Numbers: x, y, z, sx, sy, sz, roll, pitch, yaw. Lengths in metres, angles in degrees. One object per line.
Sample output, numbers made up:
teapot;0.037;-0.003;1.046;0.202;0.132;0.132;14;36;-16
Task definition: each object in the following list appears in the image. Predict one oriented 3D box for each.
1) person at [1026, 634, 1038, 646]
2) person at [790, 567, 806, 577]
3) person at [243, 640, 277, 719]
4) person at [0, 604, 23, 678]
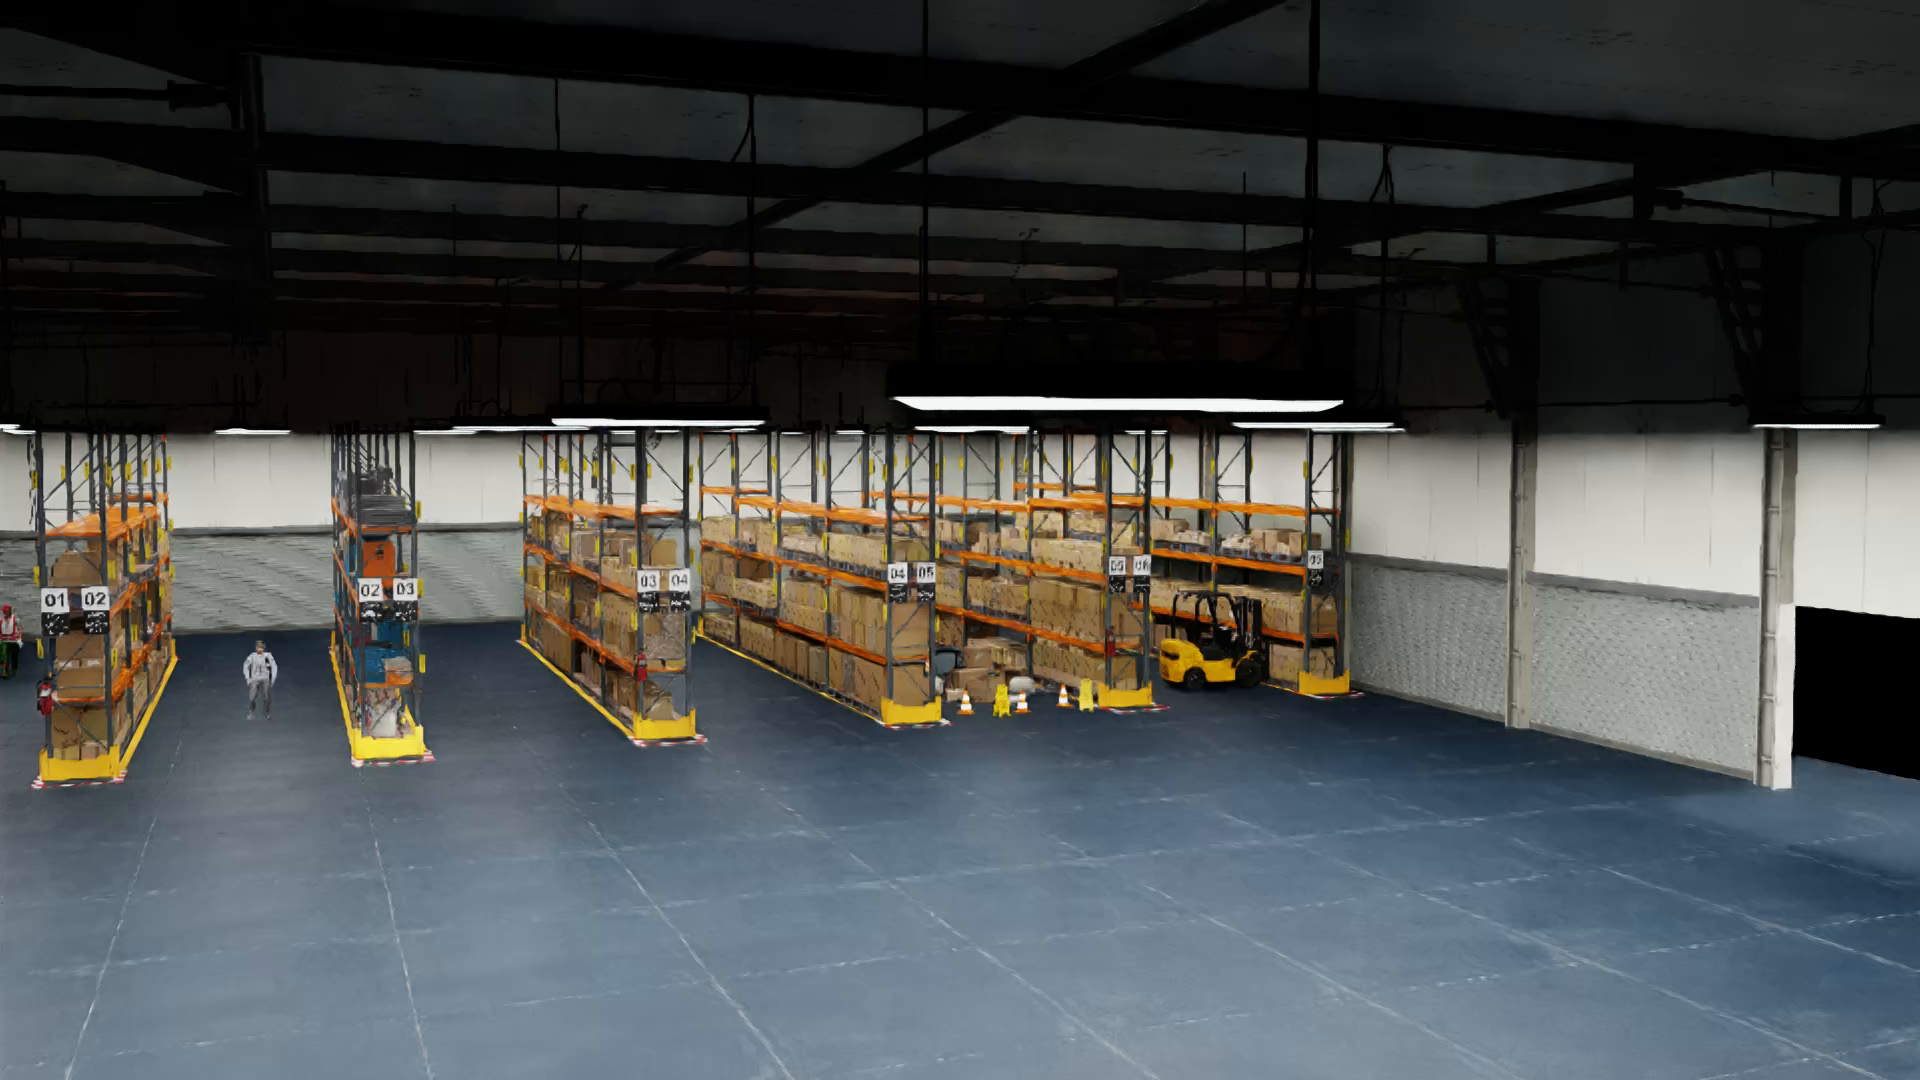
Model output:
person;1.823;2.133;44.030;0.551;1.653;0.568;1;4;10
person;-5.181;1.499;53.557;0.613;1.767;0.621;1;4;13
person;-14.145;2.814;33.616;0.639;1.632;0.498;-2;4;-25
person;-22.576;2.387;39.502;0.564;1.736;1.044;-2;4;-23
